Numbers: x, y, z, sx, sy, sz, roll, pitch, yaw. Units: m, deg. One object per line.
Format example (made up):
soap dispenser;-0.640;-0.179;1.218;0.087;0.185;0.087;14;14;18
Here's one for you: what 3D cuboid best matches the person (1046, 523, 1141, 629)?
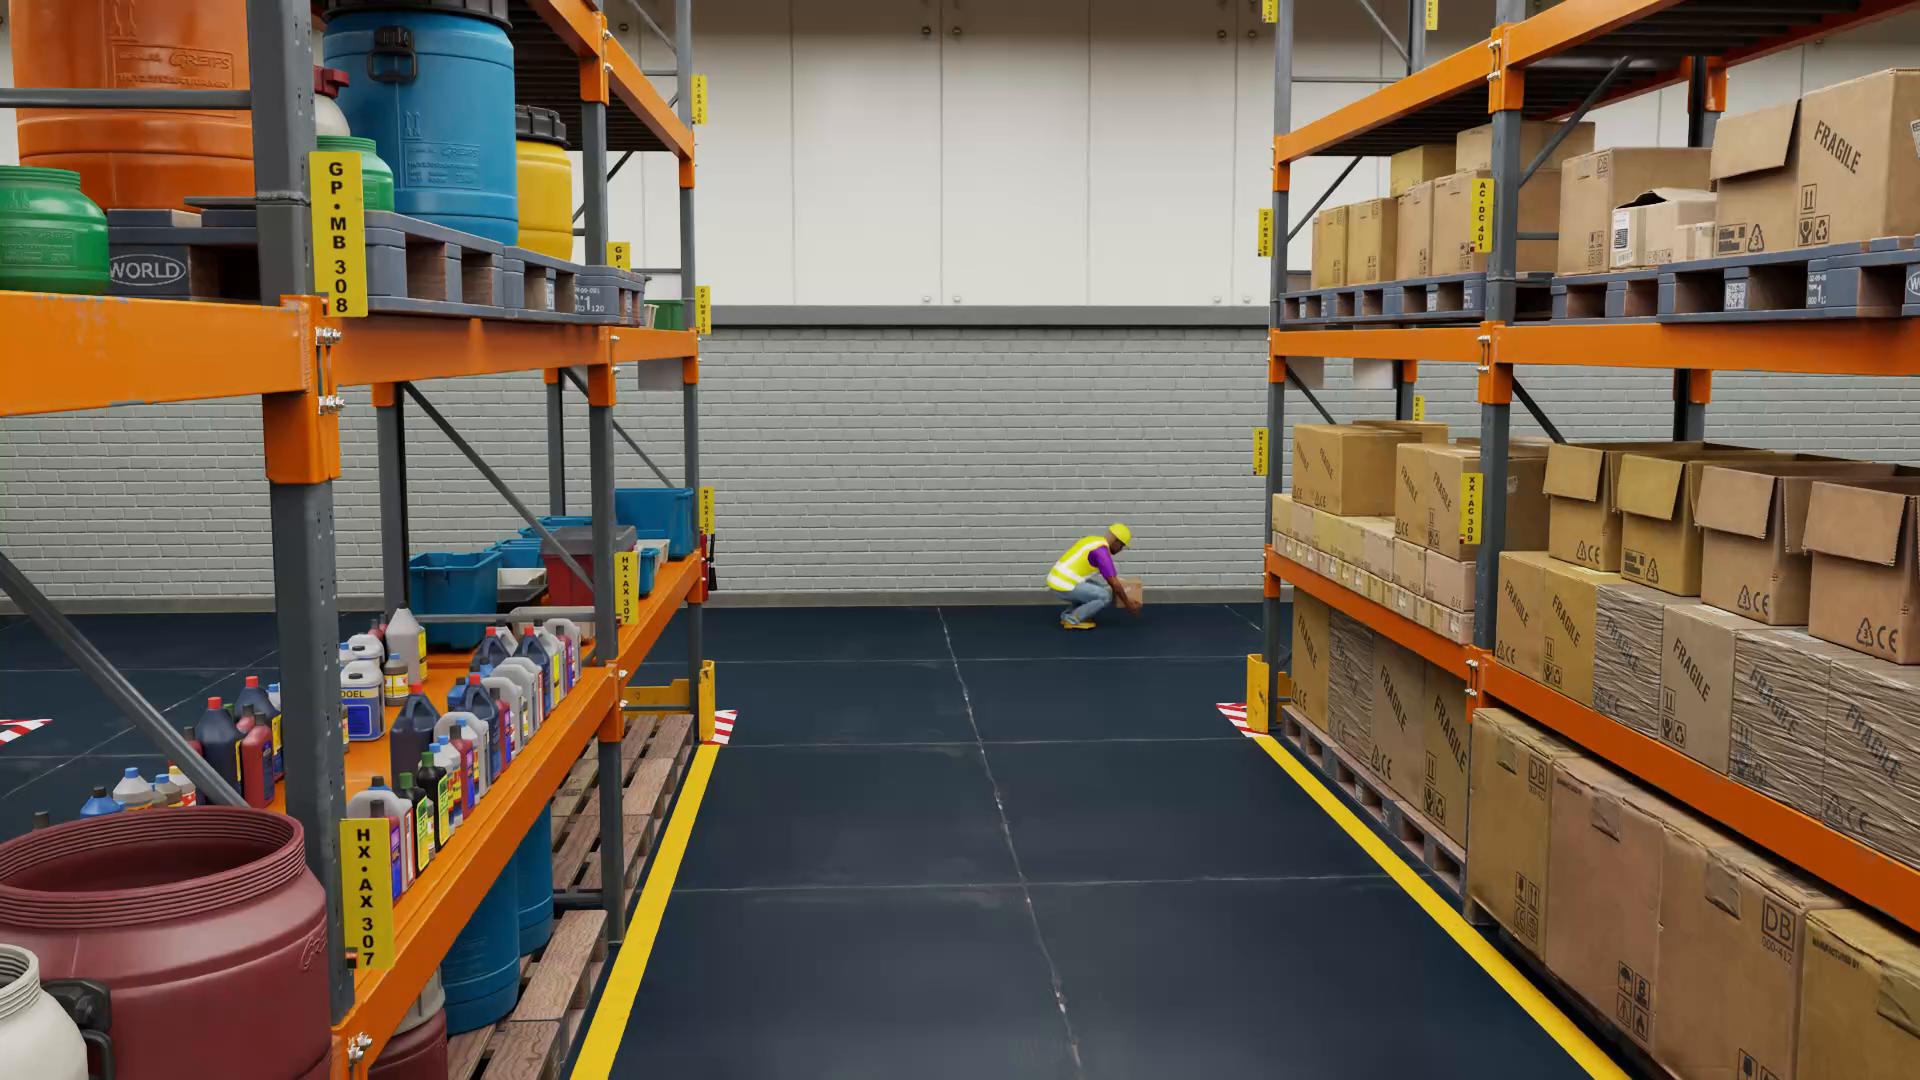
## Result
person;1.283;0.343;16.045;0.897;1.000;0.572;-1;7;-4
